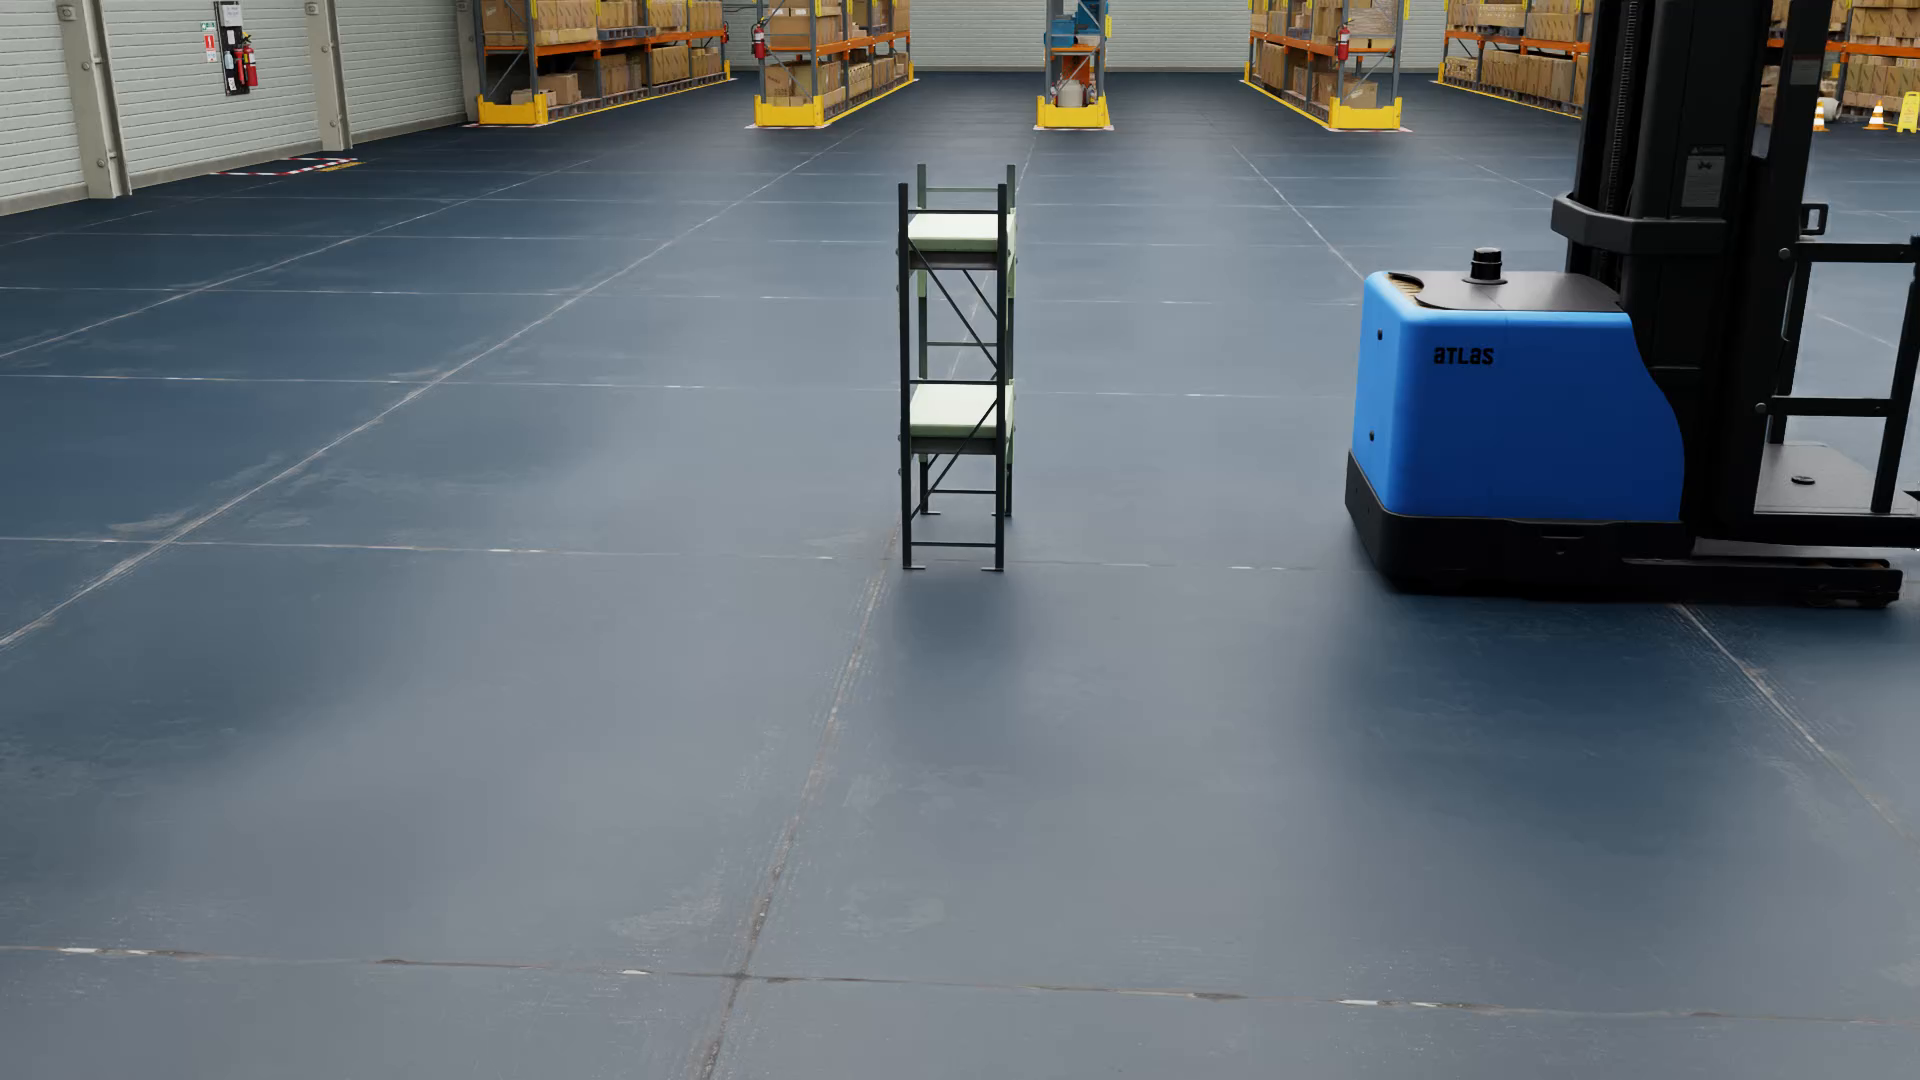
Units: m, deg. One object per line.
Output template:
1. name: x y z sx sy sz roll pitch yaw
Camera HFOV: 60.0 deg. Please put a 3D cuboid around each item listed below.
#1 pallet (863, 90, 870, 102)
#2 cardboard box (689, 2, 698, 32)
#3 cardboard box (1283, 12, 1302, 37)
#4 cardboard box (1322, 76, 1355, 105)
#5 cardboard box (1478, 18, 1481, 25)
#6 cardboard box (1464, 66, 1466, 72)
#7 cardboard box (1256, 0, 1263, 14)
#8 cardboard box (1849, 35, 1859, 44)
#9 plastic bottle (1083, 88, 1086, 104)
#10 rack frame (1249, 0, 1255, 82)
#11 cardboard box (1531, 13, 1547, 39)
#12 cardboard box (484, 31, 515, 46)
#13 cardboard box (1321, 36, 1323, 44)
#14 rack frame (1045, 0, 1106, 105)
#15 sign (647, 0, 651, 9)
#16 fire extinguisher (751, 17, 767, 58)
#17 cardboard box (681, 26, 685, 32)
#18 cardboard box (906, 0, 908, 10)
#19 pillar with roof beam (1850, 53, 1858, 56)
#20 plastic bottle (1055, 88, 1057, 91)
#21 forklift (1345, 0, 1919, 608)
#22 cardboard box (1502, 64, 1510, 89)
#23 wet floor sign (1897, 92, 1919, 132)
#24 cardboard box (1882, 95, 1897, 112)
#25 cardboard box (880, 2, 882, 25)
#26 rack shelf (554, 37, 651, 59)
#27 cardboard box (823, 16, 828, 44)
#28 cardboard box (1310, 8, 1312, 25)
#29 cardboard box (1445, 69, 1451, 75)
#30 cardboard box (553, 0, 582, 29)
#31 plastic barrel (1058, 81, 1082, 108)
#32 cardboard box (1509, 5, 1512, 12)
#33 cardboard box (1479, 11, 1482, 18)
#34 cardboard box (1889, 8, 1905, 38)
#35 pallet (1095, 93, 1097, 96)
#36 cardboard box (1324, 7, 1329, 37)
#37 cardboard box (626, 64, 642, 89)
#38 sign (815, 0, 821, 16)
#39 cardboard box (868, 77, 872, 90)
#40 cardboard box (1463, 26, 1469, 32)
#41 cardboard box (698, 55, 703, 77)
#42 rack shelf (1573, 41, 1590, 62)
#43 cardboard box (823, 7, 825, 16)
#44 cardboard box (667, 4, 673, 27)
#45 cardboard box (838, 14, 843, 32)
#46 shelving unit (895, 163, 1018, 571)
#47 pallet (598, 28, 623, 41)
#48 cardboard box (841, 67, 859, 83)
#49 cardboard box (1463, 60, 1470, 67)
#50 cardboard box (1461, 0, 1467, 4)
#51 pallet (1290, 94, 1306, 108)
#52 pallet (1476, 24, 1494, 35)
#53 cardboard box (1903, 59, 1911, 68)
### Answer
1. pallet: -2.500 -9.588 35.845 1.003 0.211 1.213 1 18 4
2. cardboard box: -7.002 -12.830 40.781 0.980 0.700 0.700 2 18 5
3. cardboard box: 7.267 -11.152 35.980 0.500 0.500 0.500 2 18 6
4. cardboard box: 7.089 -8.414 31.123 0.500 0.500 0.500 7 20 21
5. cardboard box: 12.218 -12.014 38.500 0.380 0.149 0.250 0 18 1
6. cardboard box: 12.573 -11.543 40.760 0.380 0.149 0.250 0 18 1
7. cardboard box: 7.681 -13.397 41.552 0.500 0.500 0.500 1 18 2
8. cardboard box: 16.734 -9.272 30.806 0.380 0.149 0.250 1 18 4
9. plastic bottle: 2.334 -8.318 31.146 0.061 0.283 0.133 1 18 4
10. rack frame: 8.052 -13.430 43.093 1.000 3.000 0.127 1 18 4
11. cardboard box: 12.083 -10.560 34.172 0.500 0.500 0.500 1 18 3
12. cardboard box: -8.077 -8.881 29.417 0.500 0.250 0.500 2 18 5
13. cardboard box: 6.811 -9.135 30.388 0.380 0.149 0.250 1 18 4
14. rack frame: 1.965 -8.572 28.265 1.000 3.000 0.127 1 18 4
15. sign: -6.802 -11.781 36.327 0.100 0.325 0.005 1 18 4
16. fire extinguisher: -3.448 -8.620 28.538 0.296 0.674 0.183 1 18 4
17. cardboard box: -6.793 -12.220 39.770 0.380 0.149 0.250 2 18 5
18. cardboard box: -1.622 -13.874 42.681 0.500 0.500 0.500 2 18 5
19. pillar with roof beam: 19.686 -16.864 43.937 9.100 9.000 0.400 1 18 4
20. plastic bottle: 1.793 -8.380 31.355 0.097 0.271 0.097 0 18 0
21. forklift: 3.137 -1.313 6.222 3.031 2.935 1.130 1 18 4
22. cardboard box: 12.246 -10.187 36.534 0.500 0.500 0.500 2 18 6
23. wet floor sign: 15.708 -7.086 27.512 0.267 0.644 0.232 8 20 23
24. cardboard box: 16.656 -7.713 29.387 0.500 0.250 0.500 1 18 2
25. cardboard box: -2.181 -12.107 38.221 0.700 0.500 0.500 -3 18 -10
26. rack shelf: -7.487 -10.314 34.739 1.077 0.370 4.000 1 18 4
27. cardboard box: -2.821 -9.356 30.500 0.700 0.500 0.500 2 18 6
28. cardboard box: 7.388 -10.432 32.304 1.000 1.000 1.000 1 18 4
29. cardboard box: 12.635 -11.978 42.563 0.380 0.149 0.250 2 18 5
30. cardboard box: -7.433 -9.865 31.216 0.500 0.500 0.500 1 18 2
31. plastic barrel: 1.936 -7.795 29.216 0.421 0.512 0.421 0 18 0
32. cardboard box: 12.016 -11.407 35.692 0.380 0.149 0.250 1 18 3
33. cardboard box: 12.218 -12.155 38.454 0.380 0.149 0.250 2 18 5
34. cardboard box: 16.688 -9.071 29.151 0.500 0.500 0.500 1 18 5
35. pallet: 2.354 -9.114 34.397 1.003 0.211 1.213 1 18 4
36. cardboard box: 7.014 -9.288 29.812 0.875 0.500 0.500 1 18 4
37. cardboard box: -7.343 -10.074 36.158 0.700 0.500 0.500 2 18 5
38. sign: -2.423 -9.118 28.416 0.100 0.325 0.005 1 18 4
39. cardboard box: -2.197 -9.892 36.036 0.500 0.250 0.500 2 18 5
40. cardboard box: 12.532 -12.508 40.681 0.380 0.149 0.250 2 18 5
41. cardboard box: -6.862 -11.917 41.816 0.700 0.500 0.500 1 18 3
42. rack shelf: 11.988 -8.598 29.502 1.077 0.370 4.000 1 18 4
43. cardboard box: -2.643 -9.556 30.068 0.380 0.149 0.250 1 18 3
44. cardboard box: -6.940 -12.099 38.361 0.500 0.500 0.500 2 18 5
45. cardboard box: -2.580 -10.375 33.608 0.500 0.500 0.500 3 18 8
46. shelving unit: 0.000 -0.711 6.683 0.431 1.500 0.755 1 18 4
47. pallet: -7.430 -10.178 33.476 1.003 0.211 1.213 1 18 4
48. cardboard box: -2.334 -9.524 34.012 0.500 0.311 0.500 1 18 2
49. cardboard box: 12.484 -11.613 40.494 0.380 0.149 0.250 0 18 1
50. cardboard box: 12.572 -13.343 40.581 0.500 0.500 0.500 1 18 2
51. pallet: 7.331 -9.000 34.051 1.003 0.211 1.213 1 18 4
52. pallet: 12.505 -11.721 38.184 1.003 0.211 1.213 1 18 4
53. cardboard box: 16.567 -8.246 28.765 0.380 0.149 0.250 2 18 5
